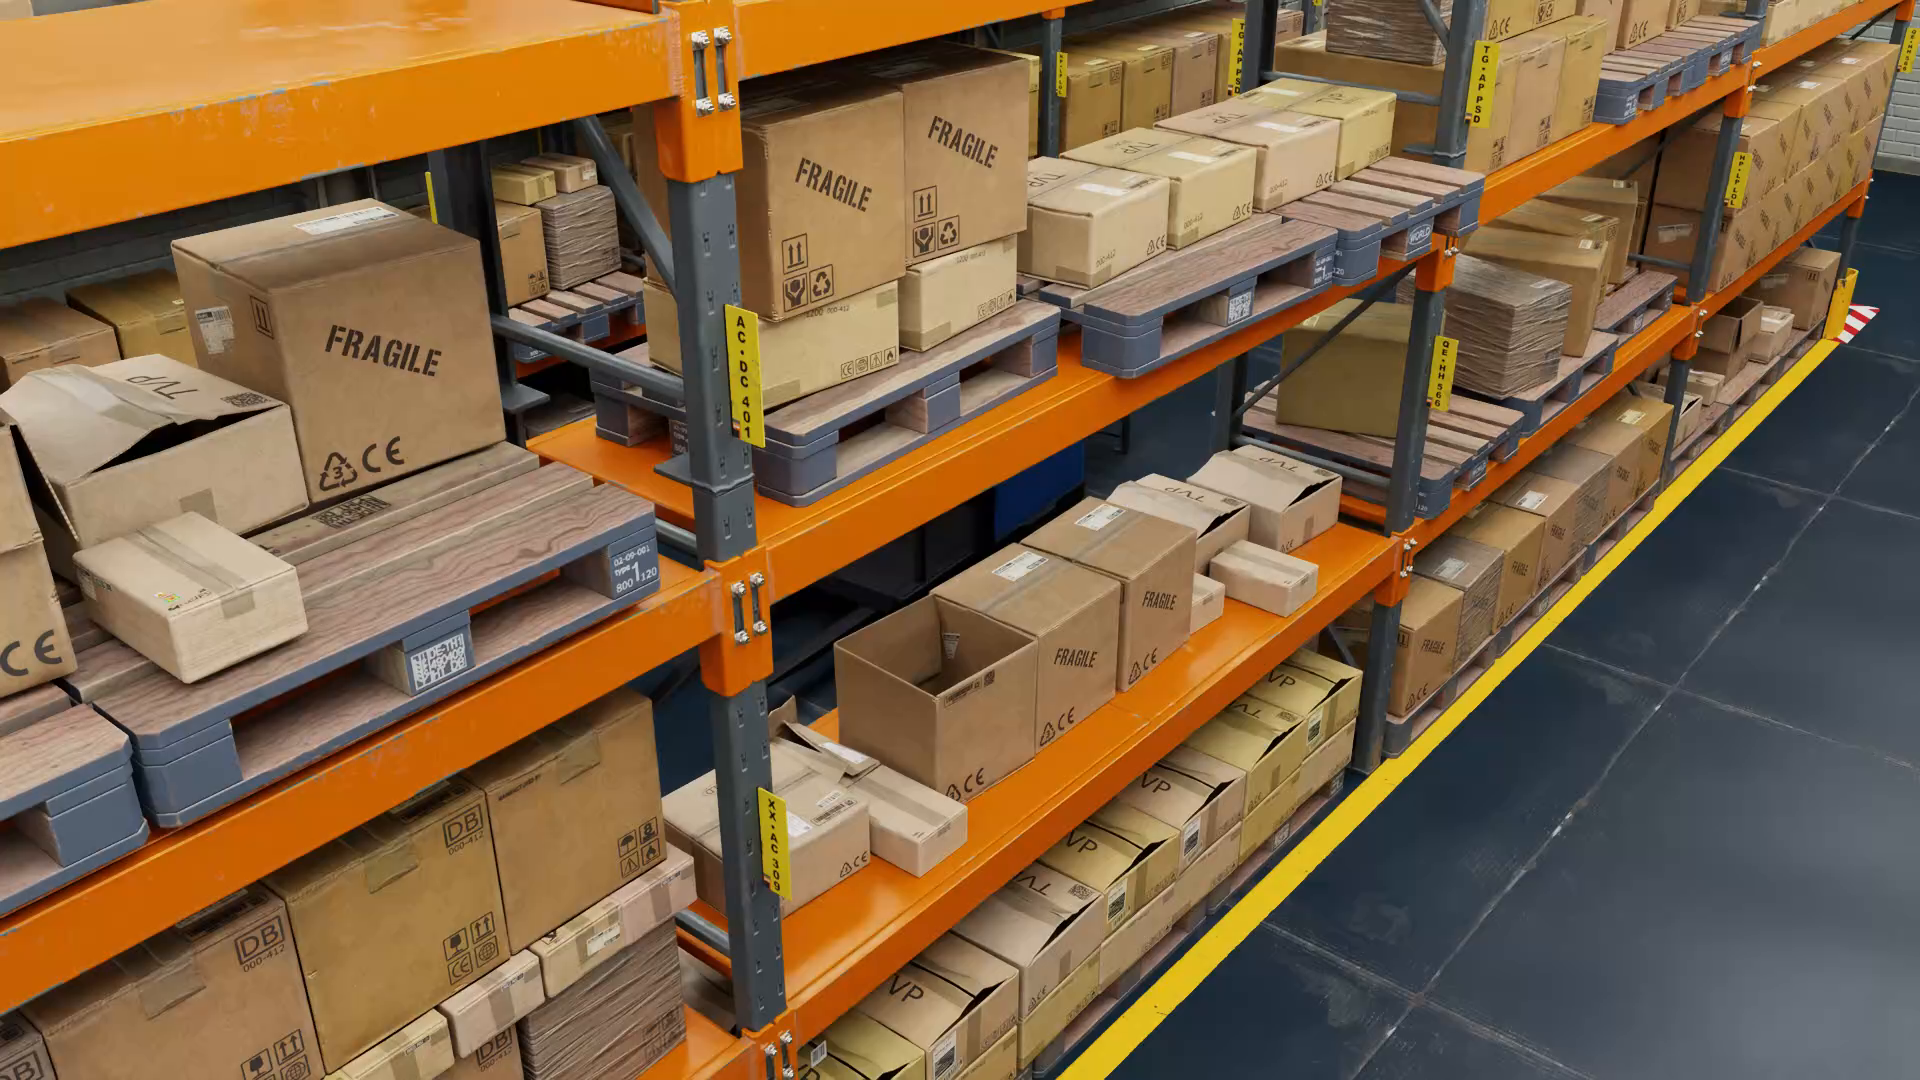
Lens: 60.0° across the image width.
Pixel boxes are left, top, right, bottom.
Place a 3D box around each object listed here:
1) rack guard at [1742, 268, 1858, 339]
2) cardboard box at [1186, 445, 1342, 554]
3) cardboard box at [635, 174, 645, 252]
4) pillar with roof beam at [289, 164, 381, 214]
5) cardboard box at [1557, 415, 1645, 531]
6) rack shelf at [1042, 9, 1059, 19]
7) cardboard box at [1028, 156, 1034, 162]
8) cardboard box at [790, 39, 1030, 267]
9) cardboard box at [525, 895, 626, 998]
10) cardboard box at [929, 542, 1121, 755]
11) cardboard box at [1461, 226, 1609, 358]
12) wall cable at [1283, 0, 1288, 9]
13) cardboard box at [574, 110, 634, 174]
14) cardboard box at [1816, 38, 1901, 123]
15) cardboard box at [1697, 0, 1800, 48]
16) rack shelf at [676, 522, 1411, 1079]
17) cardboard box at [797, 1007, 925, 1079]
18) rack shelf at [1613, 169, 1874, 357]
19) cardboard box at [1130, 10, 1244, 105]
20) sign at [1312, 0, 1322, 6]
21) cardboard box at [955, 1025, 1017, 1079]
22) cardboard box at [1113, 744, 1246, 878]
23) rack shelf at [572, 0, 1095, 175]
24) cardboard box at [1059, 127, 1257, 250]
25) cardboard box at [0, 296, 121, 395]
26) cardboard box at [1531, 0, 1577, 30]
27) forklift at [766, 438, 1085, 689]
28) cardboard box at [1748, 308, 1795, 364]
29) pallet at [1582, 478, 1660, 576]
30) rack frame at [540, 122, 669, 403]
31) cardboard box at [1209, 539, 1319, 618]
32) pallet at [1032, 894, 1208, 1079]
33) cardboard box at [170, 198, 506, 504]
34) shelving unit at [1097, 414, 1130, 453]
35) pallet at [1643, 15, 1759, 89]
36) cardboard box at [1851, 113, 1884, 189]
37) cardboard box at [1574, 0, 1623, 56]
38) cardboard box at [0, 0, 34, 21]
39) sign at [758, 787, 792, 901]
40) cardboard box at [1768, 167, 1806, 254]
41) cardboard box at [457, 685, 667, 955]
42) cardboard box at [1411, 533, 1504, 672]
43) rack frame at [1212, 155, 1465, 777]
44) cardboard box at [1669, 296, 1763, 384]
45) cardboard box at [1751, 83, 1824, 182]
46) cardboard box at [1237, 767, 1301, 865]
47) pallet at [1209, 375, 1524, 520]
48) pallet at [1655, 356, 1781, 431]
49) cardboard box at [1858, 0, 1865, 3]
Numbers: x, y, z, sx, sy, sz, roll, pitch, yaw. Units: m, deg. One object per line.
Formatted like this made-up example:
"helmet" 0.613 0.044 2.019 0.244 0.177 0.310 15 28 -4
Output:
"rack guard" 6.666 -2.053 13.675 1.175 0.500 0.348 21 34 34
"cardboard box" 1.361 -0.198 7.466 0.500 0.311 0.500 23 35 37
"cardboard box" -1.693 -2.083 10.558 0.500 0.500 0.500 22 35 36
"pillar with roof beam" -0.372 -2.999 6.253 9.100 9.000 0.400 21 34 34
"cardboard box" 3.756 -0.426 10.051 0.500 0.500 0.500 21 34 35
"rack shelf" -0.927 -3.522 11.313 1.077 0.370 4.000 21 34 34
"cardboard box" 0.348 -2.913 12.869 0.380 0.149 0.250 21 34 35
"cardboard box" -0.152 -1.137 4.809 0.500 0.500 0.500 -25 36 -39
"cardboard box" -1.085 0.978 4.281 0.380 0.149 0.250 20 33 33
"cardboard box" 0.236 0.388 6.127 0.500 0.500 0.500 21 34 34
"cardboard box" 3.094 -1.359 9.046 0.700 0.500 0.500 12 30 22
"wall cable" 2.974 -5.819 17.127 0.084 1.984 1.851 21 34 34
"cardboard box" -2.111 -2.556 10.655 0.500 0.250 0.500 22 34 36
"cardboard box" 6.643 -3.441 12.440 0.500 0.500 0.500 20 34 34
"cardboard box" 4.670 -3.138 9.950 0.500 0.250 0.500 21 34 34
"rack shelf" 0.353 0.674 6.465 1.077 0.370 4.000 21 34 34
"cardboard box" -0.464 1.776 5.478 0.500 0.311 0.500 21 34 35
"rack shelf" 5.442 -2.162 11.947 1.077 0.370 4.000 21 34 34
"cardboard box" 2.118 -4.325 15.020 0.980 0.700 0.700 20 34 34
"sign" 3.299 -5.093 15.312 0.100 0.325 0.005 21 34 34
"cardboard box" -0.145 1.847 5.950 0.500 0.250 0.500 22 34 36
"cardboard box" 0.834 1.054 6.874 0.500 0.311 0.500 20 34 34
"rack shelf" 0.353 -1.812 5.178 1.077 0.370 4.000 21 34 34
"cardboard box" 0.688 -1.238 5.821 0.500 0.250 0.500 20 33 33
"cardboard box" -4.393 -0.793 7.930 0.700 0.500 0.500 21 34 35
"cardboard box" 2.557 -2.689 7.723 0.500 0.500 0.500 21 34 34
"forklift" -0.472 -0.988 8.969 1.130 2.935 3.031 18 32 30
"cardboard box" 5.931 -1.572 12.538 0.500 0.250 0.500 21 34 34
"pallet" 3.682 -0.234 10.473 1.003 0.211 1.213 21 34 34
"rack frame" -2.199 -1.801 10.466 1.000 3.000 0.127 21 34 34
"cardboard box" 1.267 0.157 6.955 0.380 0.149 0.250 21 34 34
"pallet" 0.296 1.595 6.936 1.003 0.211 1.213 21 34 34
"cardboard box" -1.443 -0.460 3.891 0.500 0.500 0.500 24 36 38
"shelving unit" 0.655 -1.141 10.823 0.538 1.500 1.048 18 32 30
"pallet" 3.701 -2.810 9.358 1.213 0.211 1.003 21 34 34
"cardboard box" 6.639 -2.997 12.669 0.500 0.500 0.500 22 35 36
"cardboard box" 2.946 -2.749 8.360 0.600 0.600 0.600 19 33 33
"cardboard box" -4.334 -2.116 7.245 0.500 0.500 0.500 -23 35 -37
"sign" -0.489 0.806 4.399 0.100 0.325 0.005 21 34 34
"cardboard box" 5.347 -2.277 11.278 0.500 0.500 0.500 21 34 34
"cardboard box" -1.196 0.603 4.300 0.700 0.500 0.500 21 34 35
"cardboard box" 2.464 0.296 8.656 0.500 0.500 0.500 19 33 33
"rack frame" 1.626 -0.354 7.670 1.000 3.000 0.127 21 34 34
"cardboard box" 5.361 -1.527 12.174 0.797 0.503 0.637 21 34 34
"cardboard box" 5.342 -2.711 11.029 0.500 0.500 0.500 20 33 33
"cardboard box" 1.154 1.122 7.352 0.500 0.250 0.500 20 34 34
"pallet" 2.003 -0.530 8.218 1.213 0.211 1.003 21 34 34
"pallet" 5.383 -1.211 12.362 1.003 0.211 1.213 21 34 34
"cardboard box" 5.956 -3.842 11.311 0.500 0.250 0.500 21 34 34
